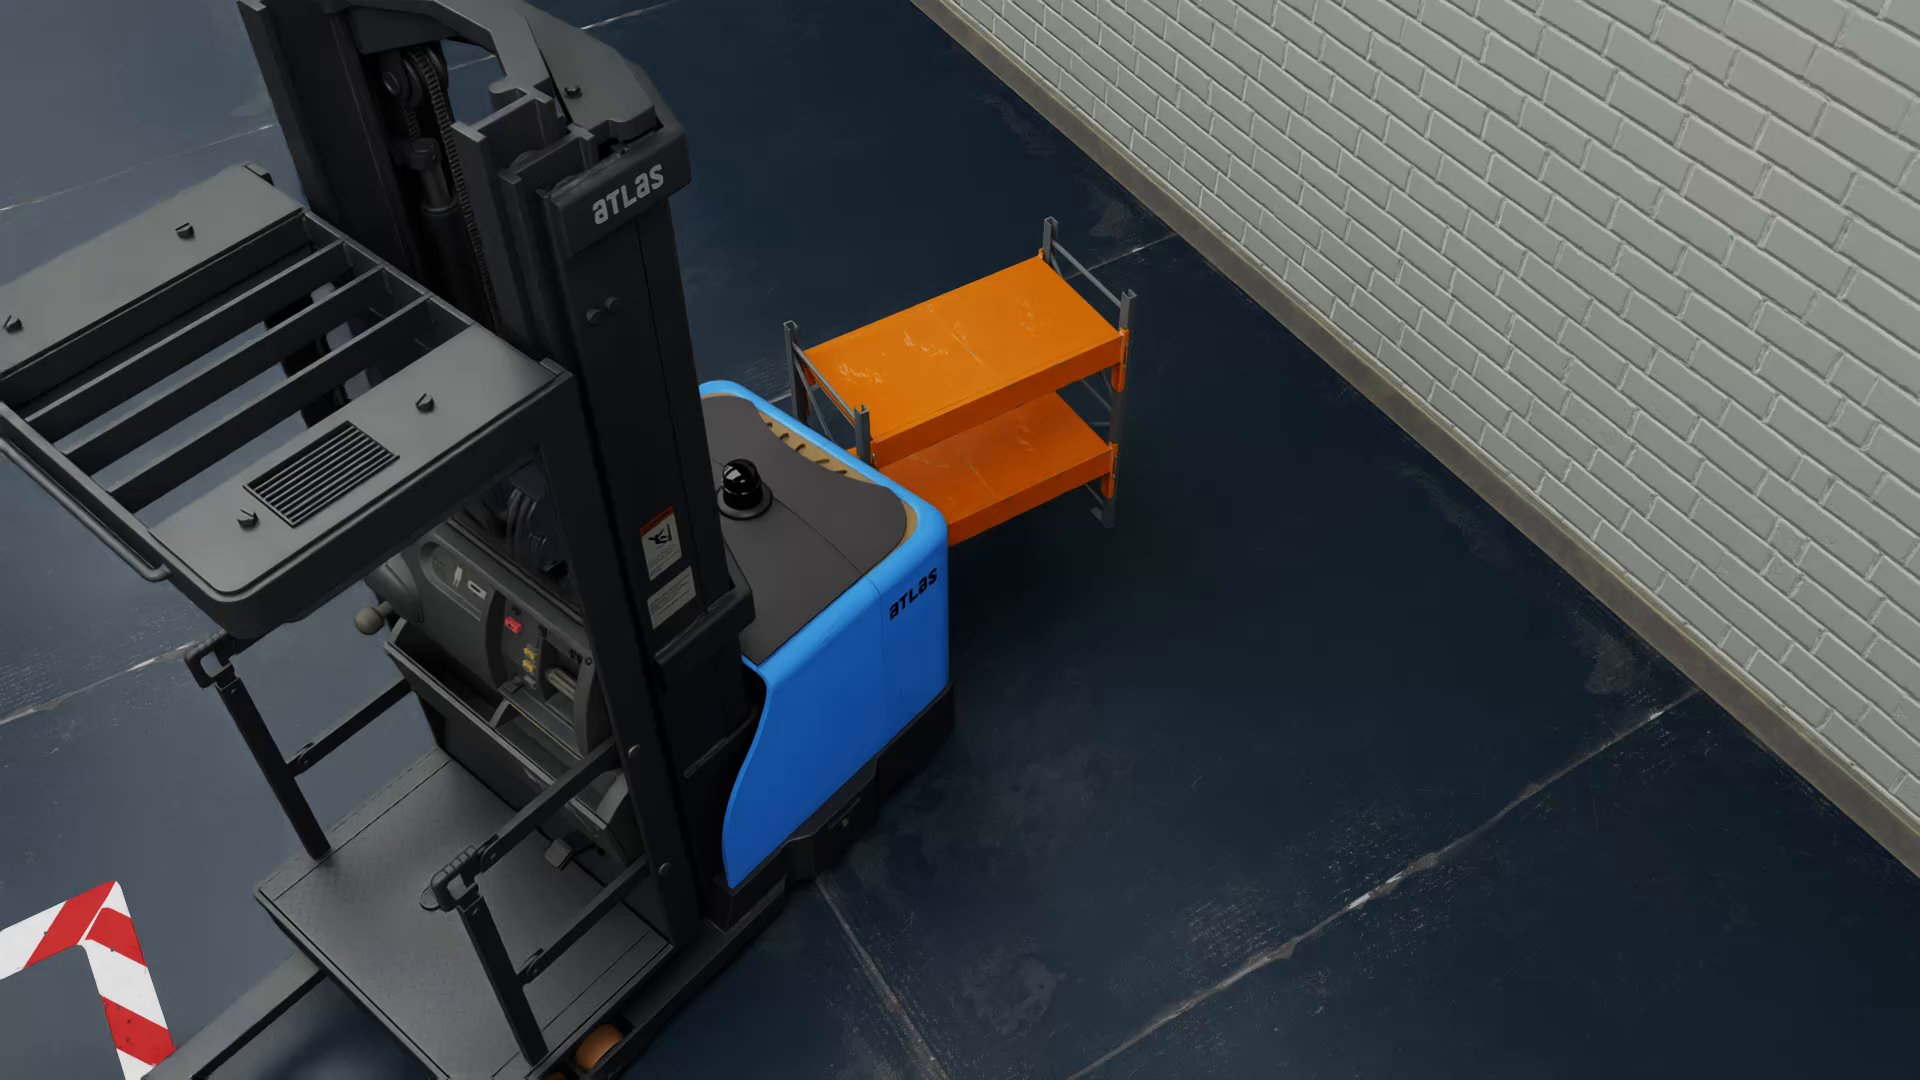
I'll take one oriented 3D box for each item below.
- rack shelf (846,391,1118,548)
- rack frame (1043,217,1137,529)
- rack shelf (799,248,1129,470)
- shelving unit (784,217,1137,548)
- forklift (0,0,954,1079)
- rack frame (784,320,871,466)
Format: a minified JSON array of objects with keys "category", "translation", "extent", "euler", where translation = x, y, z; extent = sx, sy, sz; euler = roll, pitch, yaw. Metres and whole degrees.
[{"category":"rack shelf","translation":[0.006,-0.214,6.015],"extent":[1.000,0.278,0.538],"euler":[-25,53,-21]},{"category":"rack frame","translation":[0.436,-0.579,6.013],"extent":[0.032,1.125,0.500],"euler":[-25,53,-21]},{"category":"rack shelf","translation":[0.006,-0.571,5.614],"extent":[1.000,0.278,0.538],"euler":[-25,53,-21]},{"category":"shelving unit","translation":[0.006,-0.377,5.832],"extent":[1.048,1.125,0.538],"euler":[-25,53,-21]},{"category":"forklift","translation":[-1.356,0.276,4.041],"extent":[1.130,2.935,3.031],"euler":[32,56,25]},{"category":"rack frame","translation":[-0.424,-0.174,5.652],"extent":[0.032,1.125,0.500],"euler":[-25,53,-21]}]
